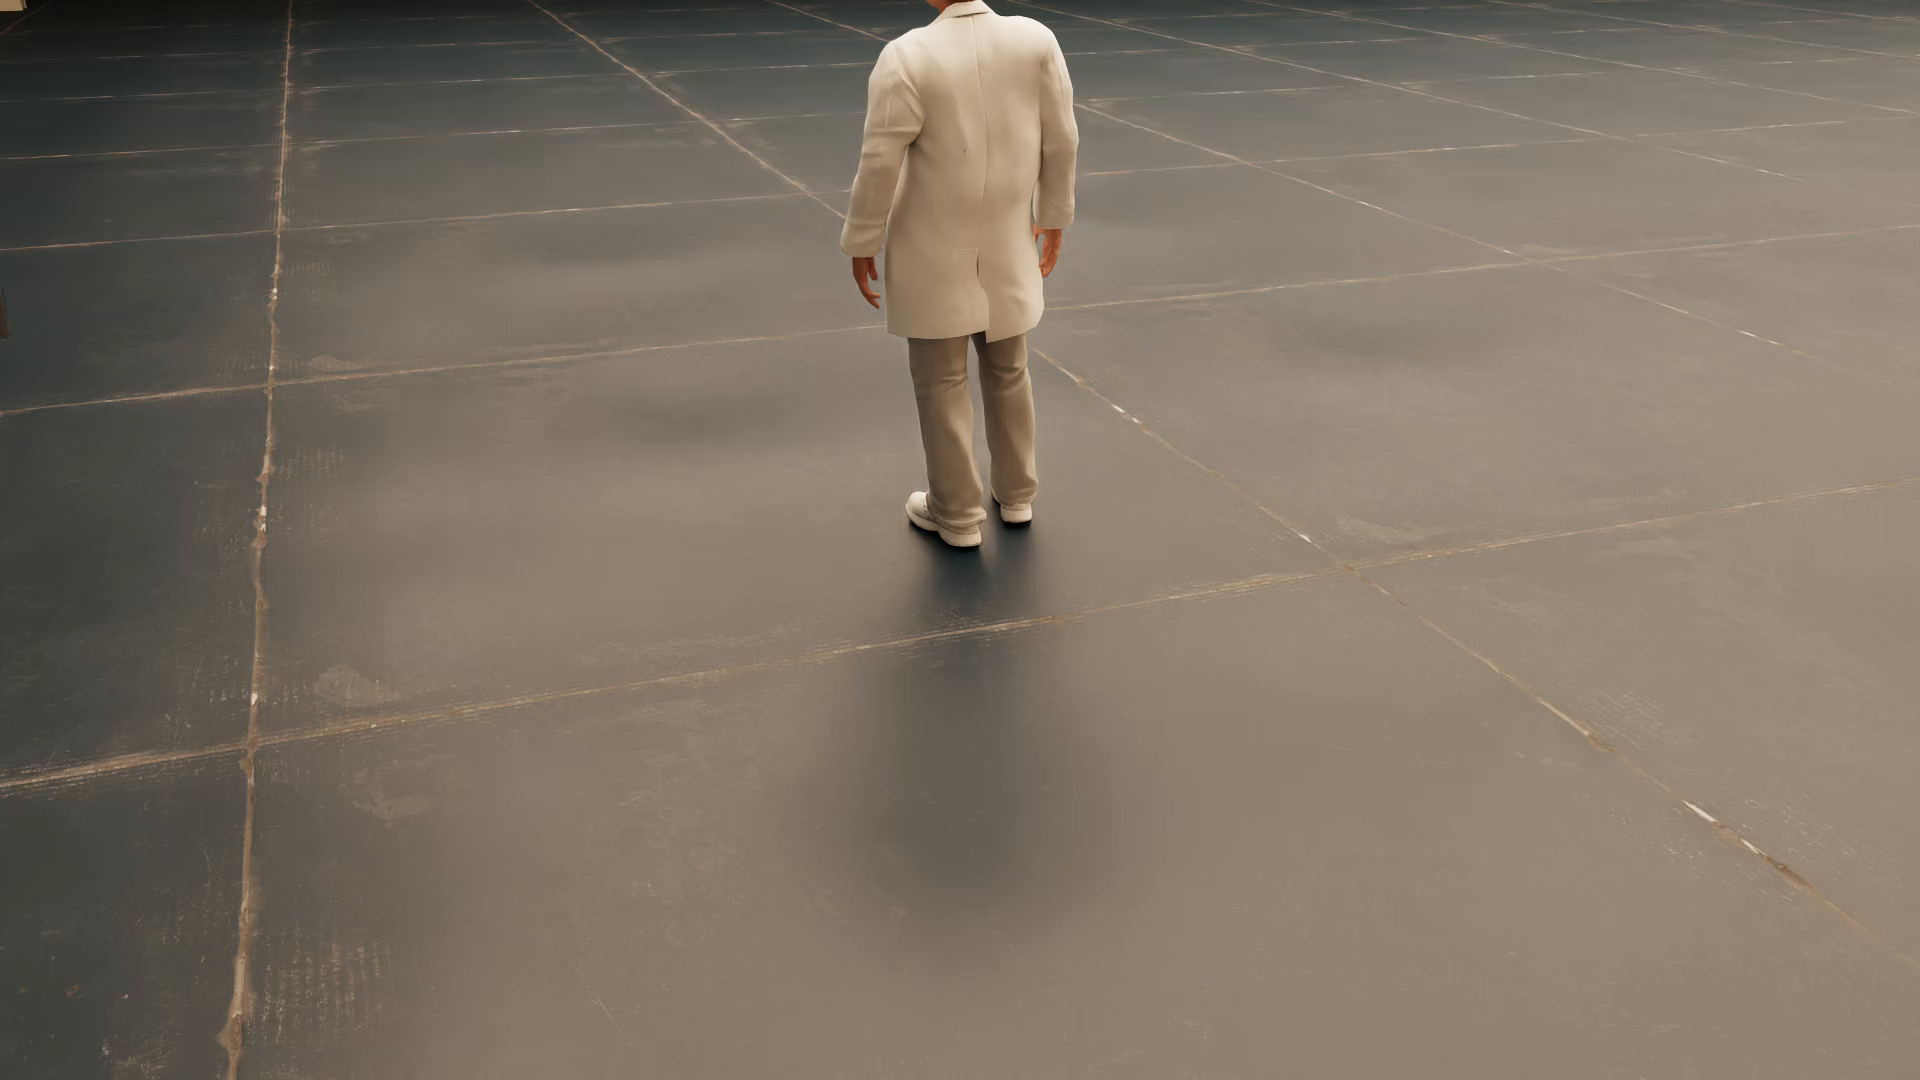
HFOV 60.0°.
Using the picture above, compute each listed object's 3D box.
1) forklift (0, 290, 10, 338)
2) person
[{"bbox_3d":[-5.532,-2.167,6.452,3.031,2.935,1.130,8,24,18],"label":"forklift"},{"bbox_3d":[-0.028,-0.860,4.812,0.698,1.777,0.578,-8,24,-18],"label":"person"}]
